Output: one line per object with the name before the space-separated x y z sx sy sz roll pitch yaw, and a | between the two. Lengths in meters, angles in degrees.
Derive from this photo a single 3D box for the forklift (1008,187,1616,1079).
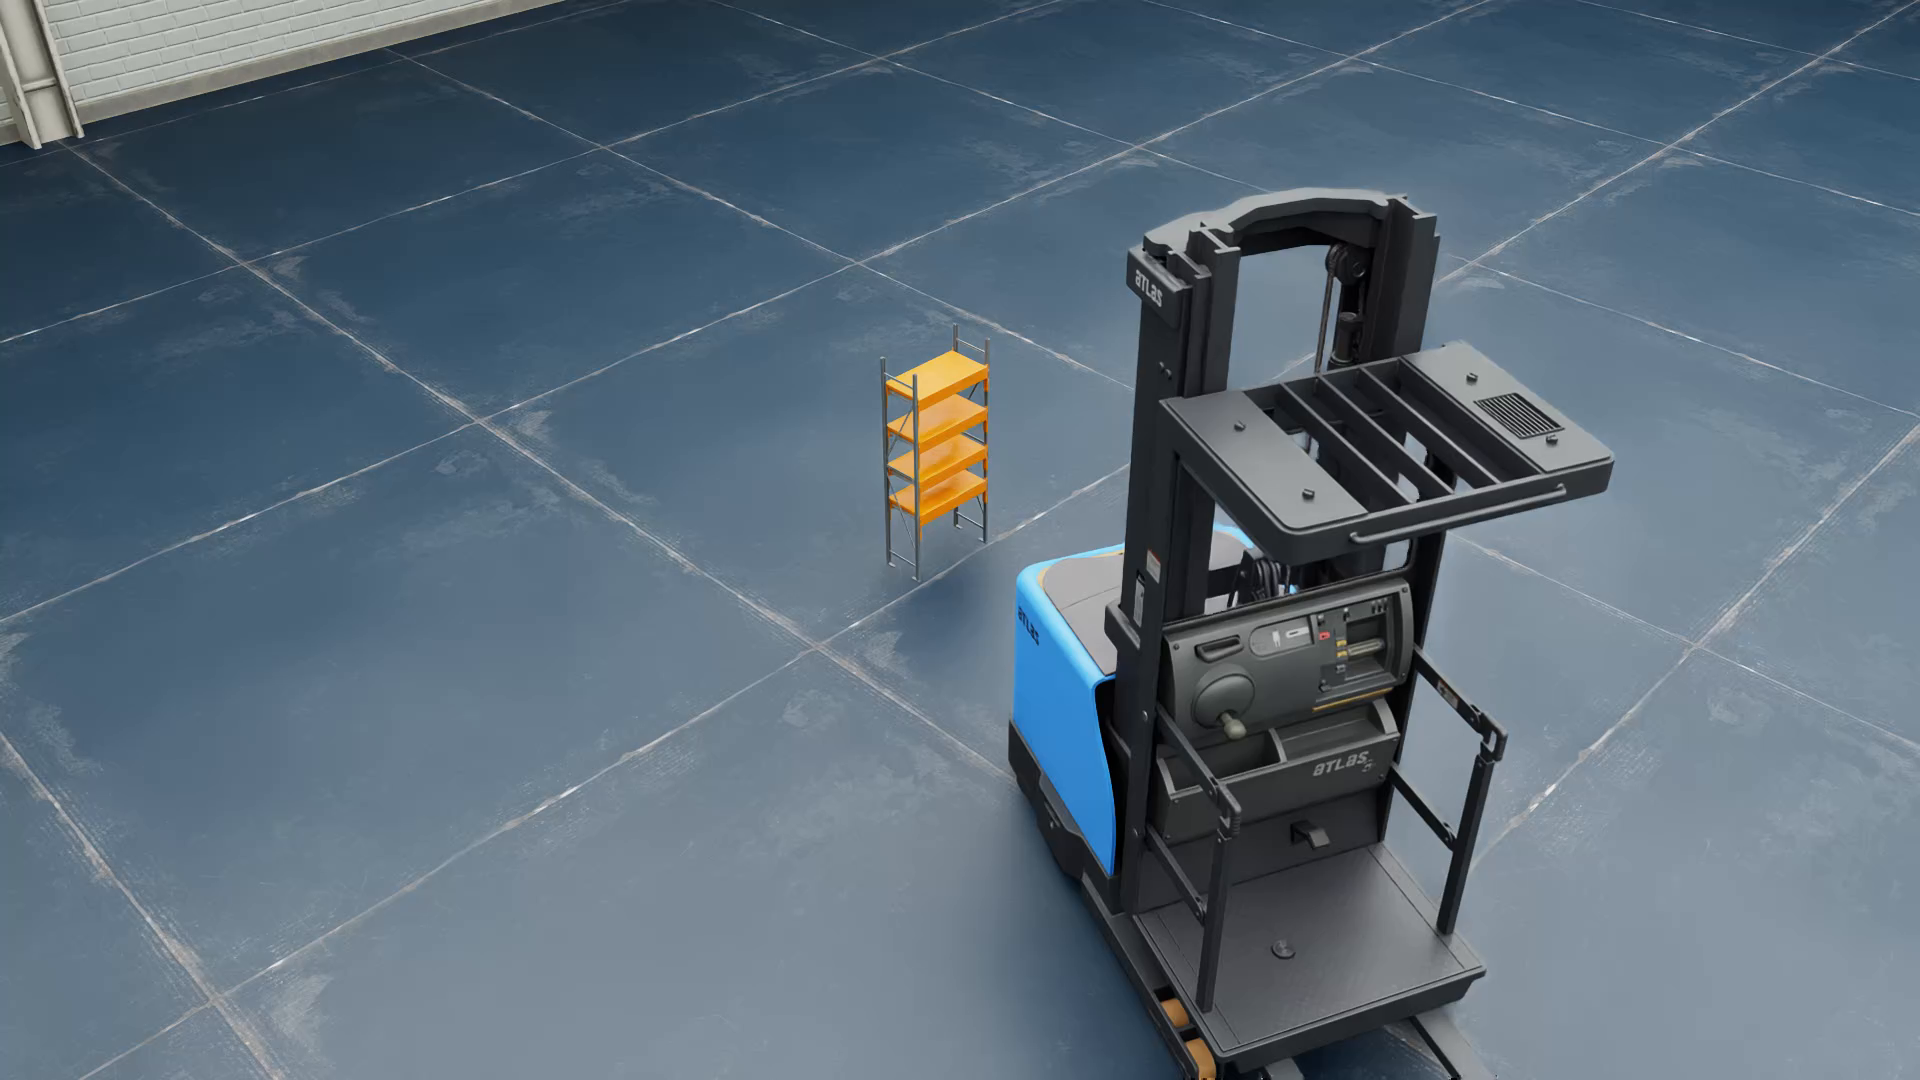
forklift | 1.212 0.475 5.498 1.130 2.935 3.031 -12 37 -17

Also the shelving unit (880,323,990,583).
shelving unit | -0.117 -0.425 8.301 0.258 1.200 0.503 30 45 35

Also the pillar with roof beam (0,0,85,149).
pillar with roof beam | -4.249 -5.193 8.321 9.100 9.000 0.400 30 45 35

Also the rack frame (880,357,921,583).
rack frame | -0.289 -0.326 8.159 0.240 1.200 0.015 30 45 35

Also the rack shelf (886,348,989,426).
rack shelf | -0.117 -0.747 8.076 0.258 0.148 0.480 30 45 35

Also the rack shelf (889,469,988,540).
rack shelf | -0.117 -0.207 8.453 0.258 0.148 0.480 30 45 35

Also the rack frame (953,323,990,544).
rack frame | 0.055 -0.524 8.443 0.240 1.200 0.015 30 45 35

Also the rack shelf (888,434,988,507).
rack shelf | -0.117 -0.370 8.340 0.258 0.148 0.480 30 45 35

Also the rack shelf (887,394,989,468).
rack shelf | -0.117 -0.553 8.212 0.258 0.148 0.480 30 45 35
